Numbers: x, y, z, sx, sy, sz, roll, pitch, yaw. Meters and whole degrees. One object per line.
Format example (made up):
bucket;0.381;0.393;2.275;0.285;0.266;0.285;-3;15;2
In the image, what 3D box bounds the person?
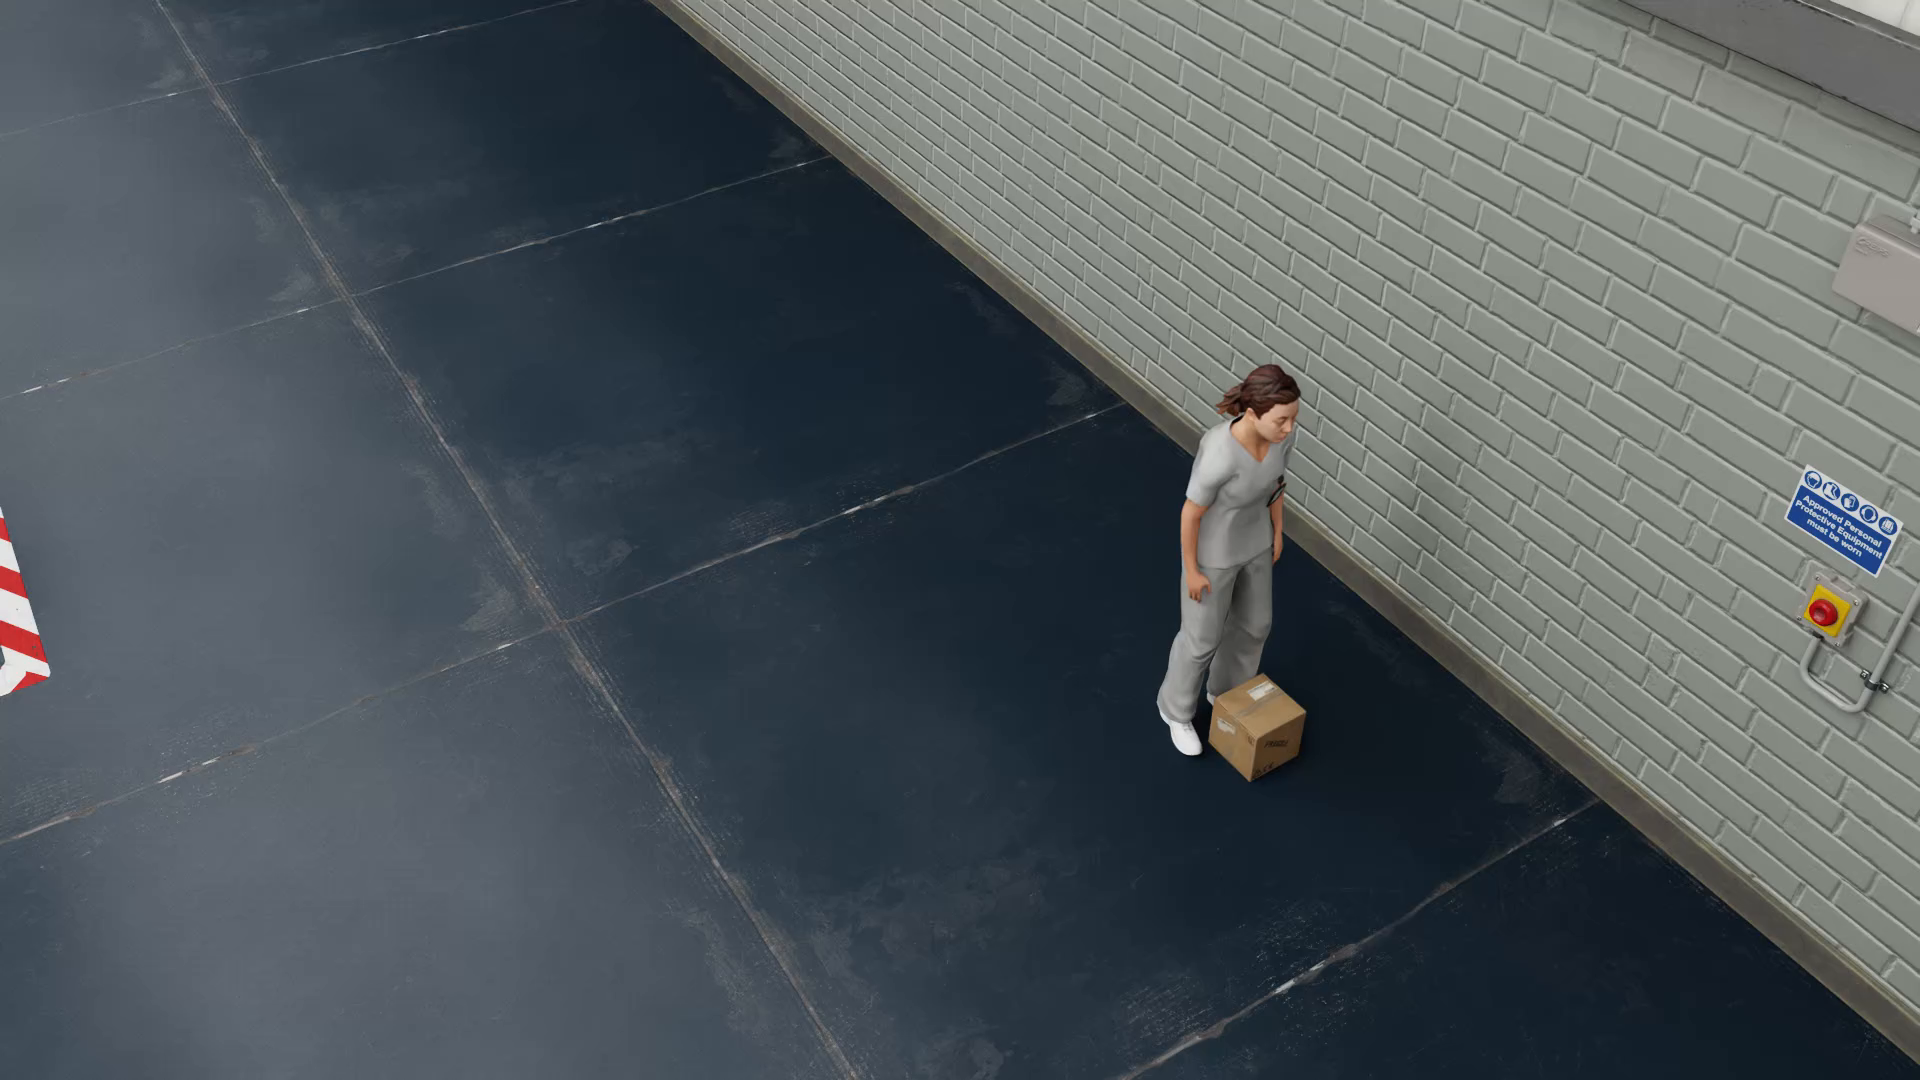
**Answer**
person;1.014;0.064;6.085;0.494;1.672;0.415;-24;47;-26
